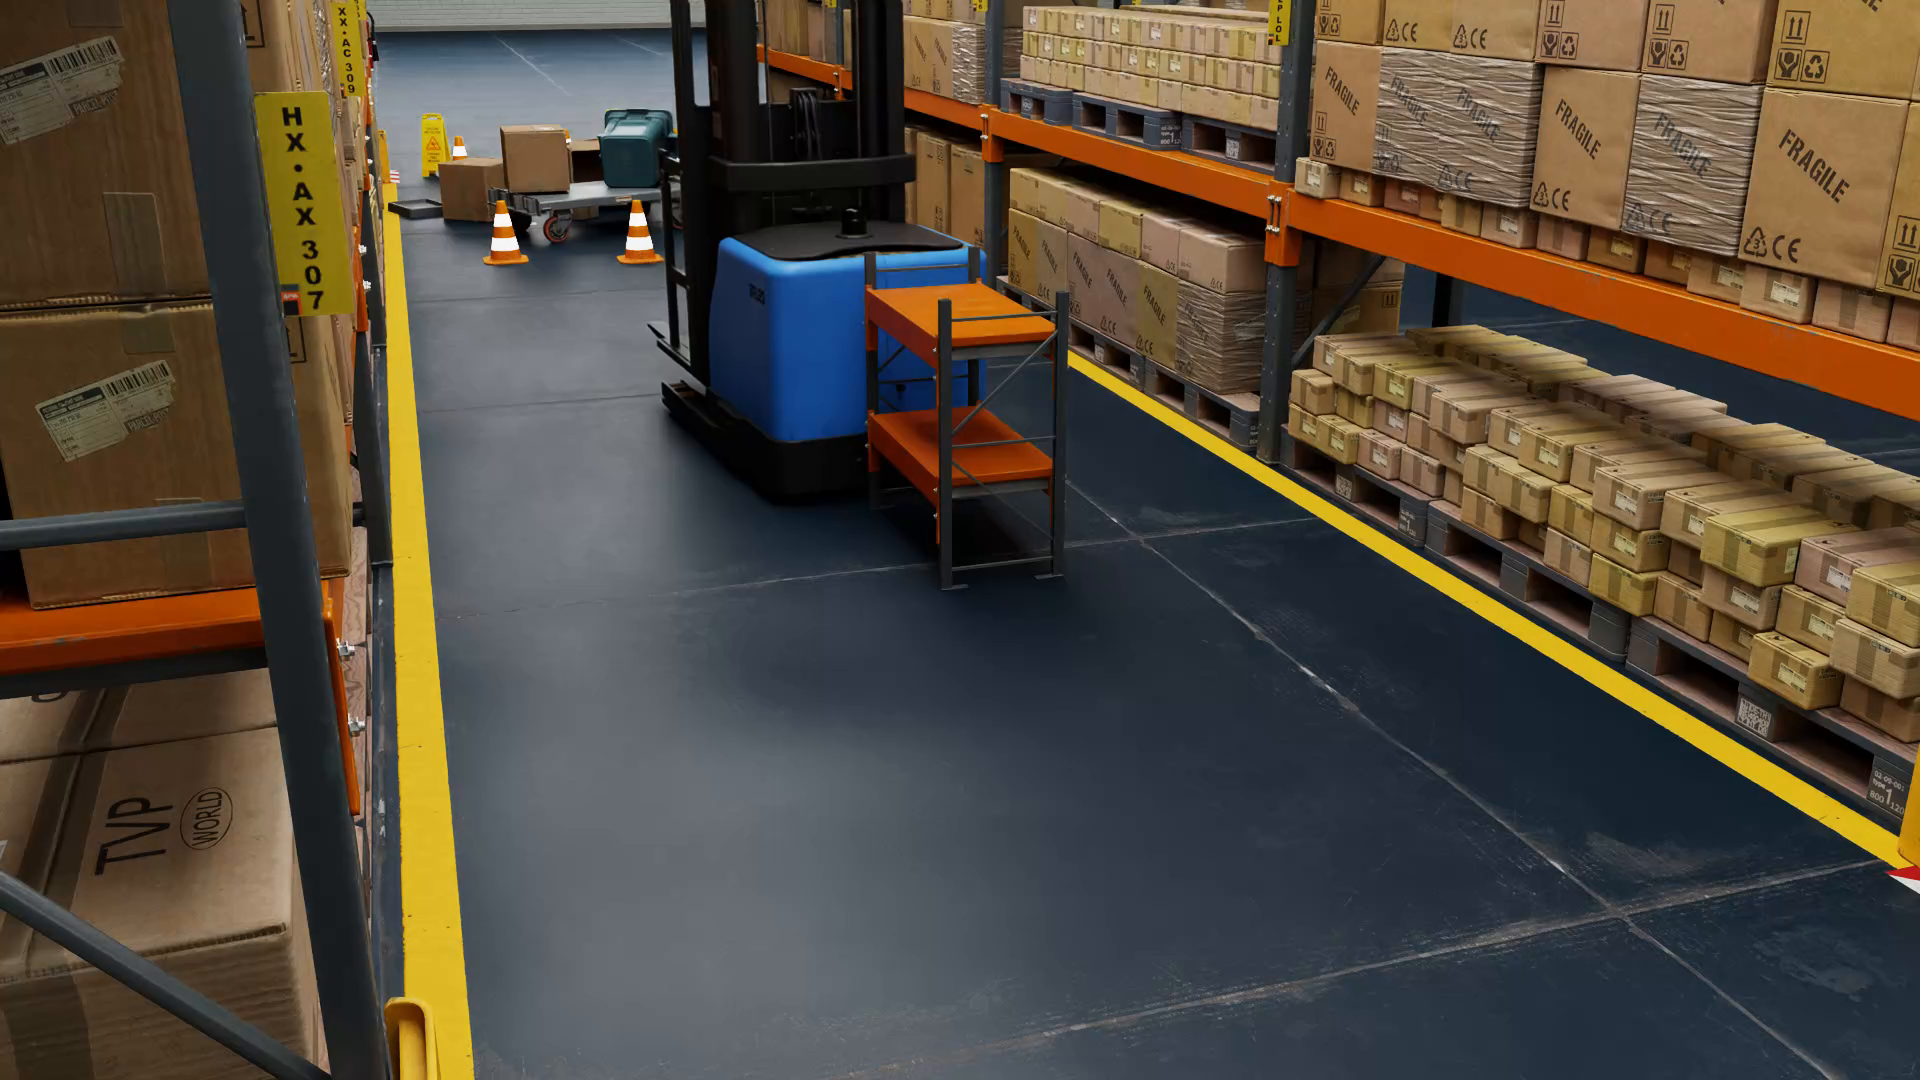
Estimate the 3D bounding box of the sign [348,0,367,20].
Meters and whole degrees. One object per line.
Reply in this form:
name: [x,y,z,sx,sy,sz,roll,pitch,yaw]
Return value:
sign: [-3.483,-3.163,9.573,0.100,0.325,0.005,-6,21,-17]

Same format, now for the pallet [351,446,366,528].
pallet: [-3.066,-0.202,7.166,1.003,0.211,1.213,-6,21,-17]

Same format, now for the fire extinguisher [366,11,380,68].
fire extinguisher: [-6.122,-5.175,17.001,0.296,0.674,0.183,-6,21,-17]

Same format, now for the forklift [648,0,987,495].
forklift: [-0.924,-2.037,8.252,1.130,2.935,3.031,-9,21,-22]

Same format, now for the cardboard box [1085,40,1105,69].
cardboard box: [0.951,-2.827,9.659,0.380,0.149,0.250,-6,21,-17]

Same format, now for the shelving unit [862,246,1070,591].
shelving unit: [0.002,-0.527,6.720,0.538,1.125,1.048,-6,21,-17]

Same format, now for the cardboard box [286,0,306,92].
cardboard box: [-1.544,-0.858,3.241,0.500,0.500,0.500,-7,21,-19]

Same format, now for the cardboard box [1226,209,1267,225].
cardboard box: [1.765,-1.643,9.021,0.500,0.250,0.500,-6,21,-16]

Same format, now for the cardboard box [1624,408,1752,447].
cardboard box: [2.729,-0.380,6.254,0.380,0.149,0.250,-6,21,-17]

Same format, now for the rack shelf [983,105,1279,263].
rack shelf: [1.287,-2.136,9.491,1.077,0.370,4.000,-6,21,-17]

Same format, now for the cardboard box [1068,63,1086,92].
cardboard box: [0.863,-2.772,9.947,0.380,0.149,0.250,-5,20,-15]

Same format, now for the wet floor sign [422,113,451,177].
wet floor sign: [-5.567,-4.192,17.633,0.267,0.644,0.232,1,20,2]

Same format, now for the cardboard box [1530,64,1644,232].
cardboard box: [2.315,-1.342,5.627,0.500,0.500,0.500,-5,20,-14]

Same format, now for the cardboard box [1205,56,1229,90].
cardboard box: [1.444,-2.323,8.258,0.380,0.149,0.250,-5,20,-15]

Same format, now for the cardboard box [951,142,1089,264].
cardboard box: [0.553,-2.460,12.036,1.050,0.750,0.750,-7,21,-18]

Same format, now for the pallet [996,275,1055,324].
pallet: [0.903,-1.553,10.929,1.003,0.211,1.213,-6,21,-17]

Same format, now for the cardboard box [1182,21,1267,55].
cardboard box: [1.357,-2.554,8.460,0.380,0.149,0.250,-6,21,-17]

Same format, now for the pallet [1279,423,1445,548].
pallet: [2.161,-0.309,7.464,1.003,0.211,1.213,-6,21,-17]

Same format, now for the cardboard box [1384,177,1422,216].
cardboard box: [1.980,-1.434,6.843,0.380,0.149,0.250,-7,21,-20]

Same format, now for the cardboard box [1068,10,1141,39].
cardboard box: [0.863,-3.057,9.860,0.380,0.149,0.250,-7,21,-19]

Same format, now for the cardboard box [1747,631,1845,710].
cardboard box: [2.633,0.376,5.028,0.380,0.149,0.250,-6,21,-16]

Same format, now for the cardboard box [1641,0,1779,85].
cardboard box: [2.462,-1.656,5.022,0.500,0.500,0.500,-5,20,-14]

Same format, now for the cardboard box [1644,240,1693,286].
cardboard box: [2.481,-0.928,5.436,0.380,0.149,0.250,-7,21,-19]

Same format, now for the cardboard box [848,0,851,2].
cardboard box: [-0.682,-5.101,14.862,0.875,0.550,0.550,-6,21,-17]

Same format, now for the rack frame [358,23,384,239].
rack frame: [-5.266,-3.842,13.175,1.000,3.000,0.127,-6,21,-17]

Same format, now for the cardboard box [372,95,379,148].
cardboard box: [-5.857,-3.986,15.912,0.500,0.500,0.500,-6,21,-15]

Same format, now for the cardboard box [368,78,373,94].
cardboard box: [-5.845,-4.347,15.960,0.380,0.149,0.250,-6,21,-16]

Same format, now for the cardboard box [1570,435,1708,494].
cardboard box: [2.404,-0.251,5.894,0.380,0.149,0.250,-7,21,-19]

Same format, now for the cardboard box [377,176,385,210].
cardboard box: [-5.195,-2.963,14.176,0.500,0.250,0.500,-7,21,-20]

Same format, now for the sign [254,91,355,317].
sign: [-0.966,-0.493,2.453,0.100,0.325,0.005,-6,21,-17]

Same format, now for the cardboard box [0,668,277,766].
cardboard box: [-2.092,0.523,4.191,0.875,0.438,0.875,-6,21,-16]

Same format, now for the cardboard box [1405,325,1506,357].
cardboard box: [2.275,-0.882,7.652,0.380,0.149,0.250,-6,21,-16]

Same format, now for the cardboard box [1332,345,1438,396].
cardboard box: [1.858,-0.742,7.260,0.380,0.149,0.250,-5,20,-15]

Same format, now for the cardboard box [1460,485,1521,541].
cardboard box: [2.172,-0.126,6.426,0.380,0.149,0.250,-7,21,-19]

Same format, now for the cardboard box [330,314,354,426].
cardboard box: [-1.701,-0.547,3.854,0.500,0.500,0.500,-7,21,-18]

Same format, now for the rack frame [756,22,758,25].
rack frame: [-1.856,-5.684,18.304,1.000,3.000,0.127,-6,21,-17]

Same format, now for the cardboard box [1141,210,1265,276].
cardboard box: [1.293,-1.586,8.861,0.500,0.250,0.500,-5,20,-15]

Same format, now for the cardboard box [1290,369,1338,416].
cardboard box: [1.726,-0.679,7.524,0.380,0.149,0.250,-5,20,-15]

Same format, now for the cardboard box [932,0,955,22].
cardboard box: [0.203,-4.106,12.283,0.700,0.500,0.500,-7,21,-18]

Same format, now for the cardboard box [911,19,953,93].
cardboard box: [-0.050,-3.600,12.355,0.500,0.500,0.500,-7,21,-18]

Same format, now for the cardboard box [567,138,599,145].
cardboard box: [-3.568,-3.656,16.351,0.637,0.503,0.797,12,23,30]

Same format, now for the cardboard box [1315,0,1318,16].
cardboard box: [3.935,-5.397,16.917,0.875,0.500,0.500,-6,21,-17]

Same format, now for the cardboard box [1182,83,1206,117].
cardboard box: [1.366,-2.263,8.529,0.380,0.149,0.250,-7,21,-20]

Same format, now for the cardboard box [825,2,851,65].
cardboard box: [-0.726,-4.588,15.031,0.875,0.550,0.550,-6,21,-17]

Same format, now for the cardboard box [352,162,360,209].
cardboard box: [-2.803,-1.539,6.986,0.500,0.250,0.500,-7,21,-19]

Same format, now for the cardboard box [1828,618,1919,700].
cardboard box: [2.736,0.316,4.756,0.380,0.149,0.250,-7,21,-19]

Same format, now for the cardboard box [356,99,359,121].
cardboard box: [-3.107,-2.102,7.813,0.500,0.250,0.500,-7,21,-19]

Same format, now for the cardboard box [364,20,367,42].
cardboard box: [-5.938,-5.006,15.830,0.500,0.500,0.500,-6,21,-17]

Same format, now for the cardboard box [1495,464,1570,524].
cardboard box: [2.220,-0.185,6.151,0.380,0.149,0.250,-6,21,-17]

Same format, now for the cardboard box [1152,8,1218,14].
cardboard box: [1.407,-3.203,10.266,0.380,0.149,0.250,-6,21,-16]

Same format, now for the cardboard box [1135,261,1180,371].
cardboard box: [1.283,-1.230,8.979,0.500,0.500,0.500,-7,21,-18]
